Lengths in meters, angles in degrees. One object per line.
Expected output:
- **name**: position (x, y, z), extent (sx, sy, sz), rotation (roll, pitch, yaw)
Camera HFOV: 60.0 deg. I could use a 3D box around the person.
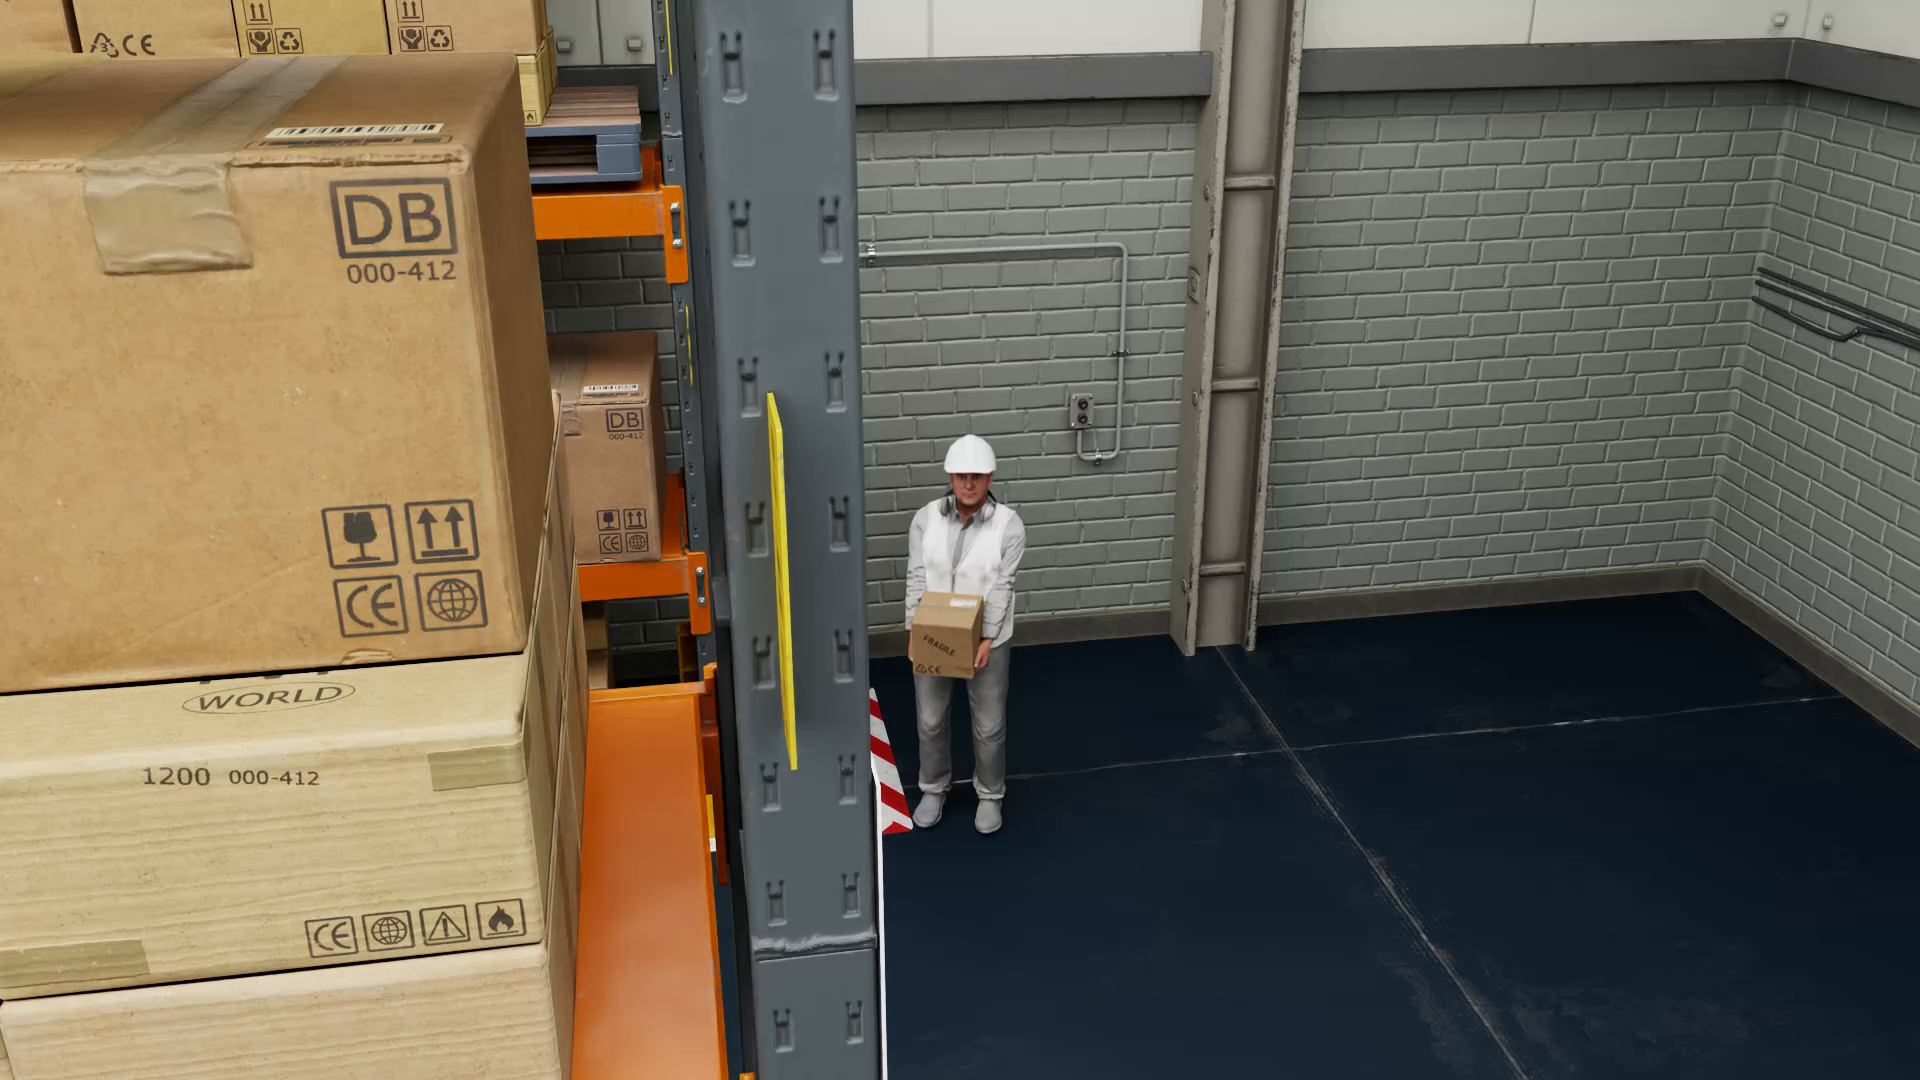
- **person**: position (0.008, 0.445, 7.033), extent (0.494, 1.763, 0.557), rotation (5, 24, 11)
